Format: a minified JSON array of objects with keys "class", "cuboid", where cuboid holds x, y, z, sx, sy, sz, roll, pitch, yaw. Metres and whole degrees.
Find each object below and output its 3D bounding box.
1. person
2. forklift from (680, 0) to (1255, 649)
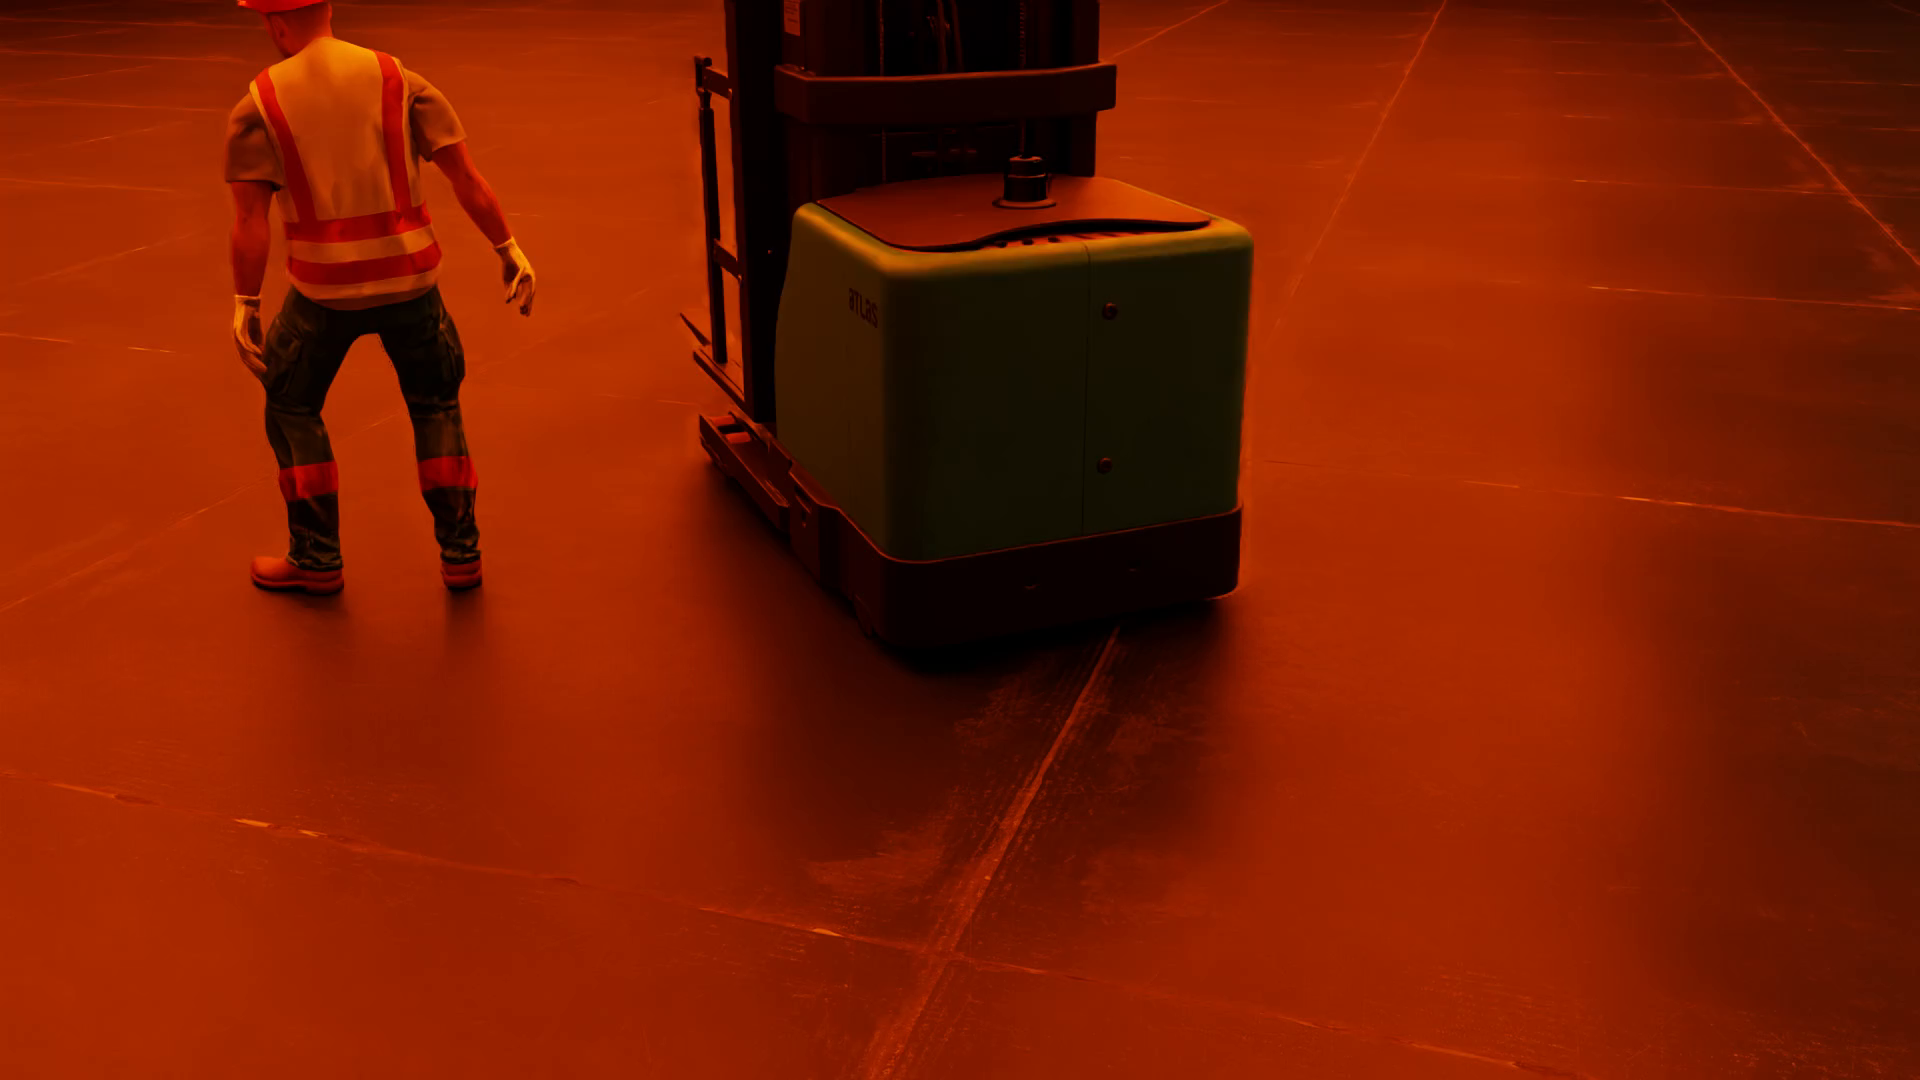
[{"class":"person","cuboid":[-1.626,-0.705,4.592,0.869,1.748,0.462,-9,24,-22]},{"class":"forklift","cuboid":[-0.255,-1.607,5.173,1.130,2.935,3.031,-9,24,-21]}]
